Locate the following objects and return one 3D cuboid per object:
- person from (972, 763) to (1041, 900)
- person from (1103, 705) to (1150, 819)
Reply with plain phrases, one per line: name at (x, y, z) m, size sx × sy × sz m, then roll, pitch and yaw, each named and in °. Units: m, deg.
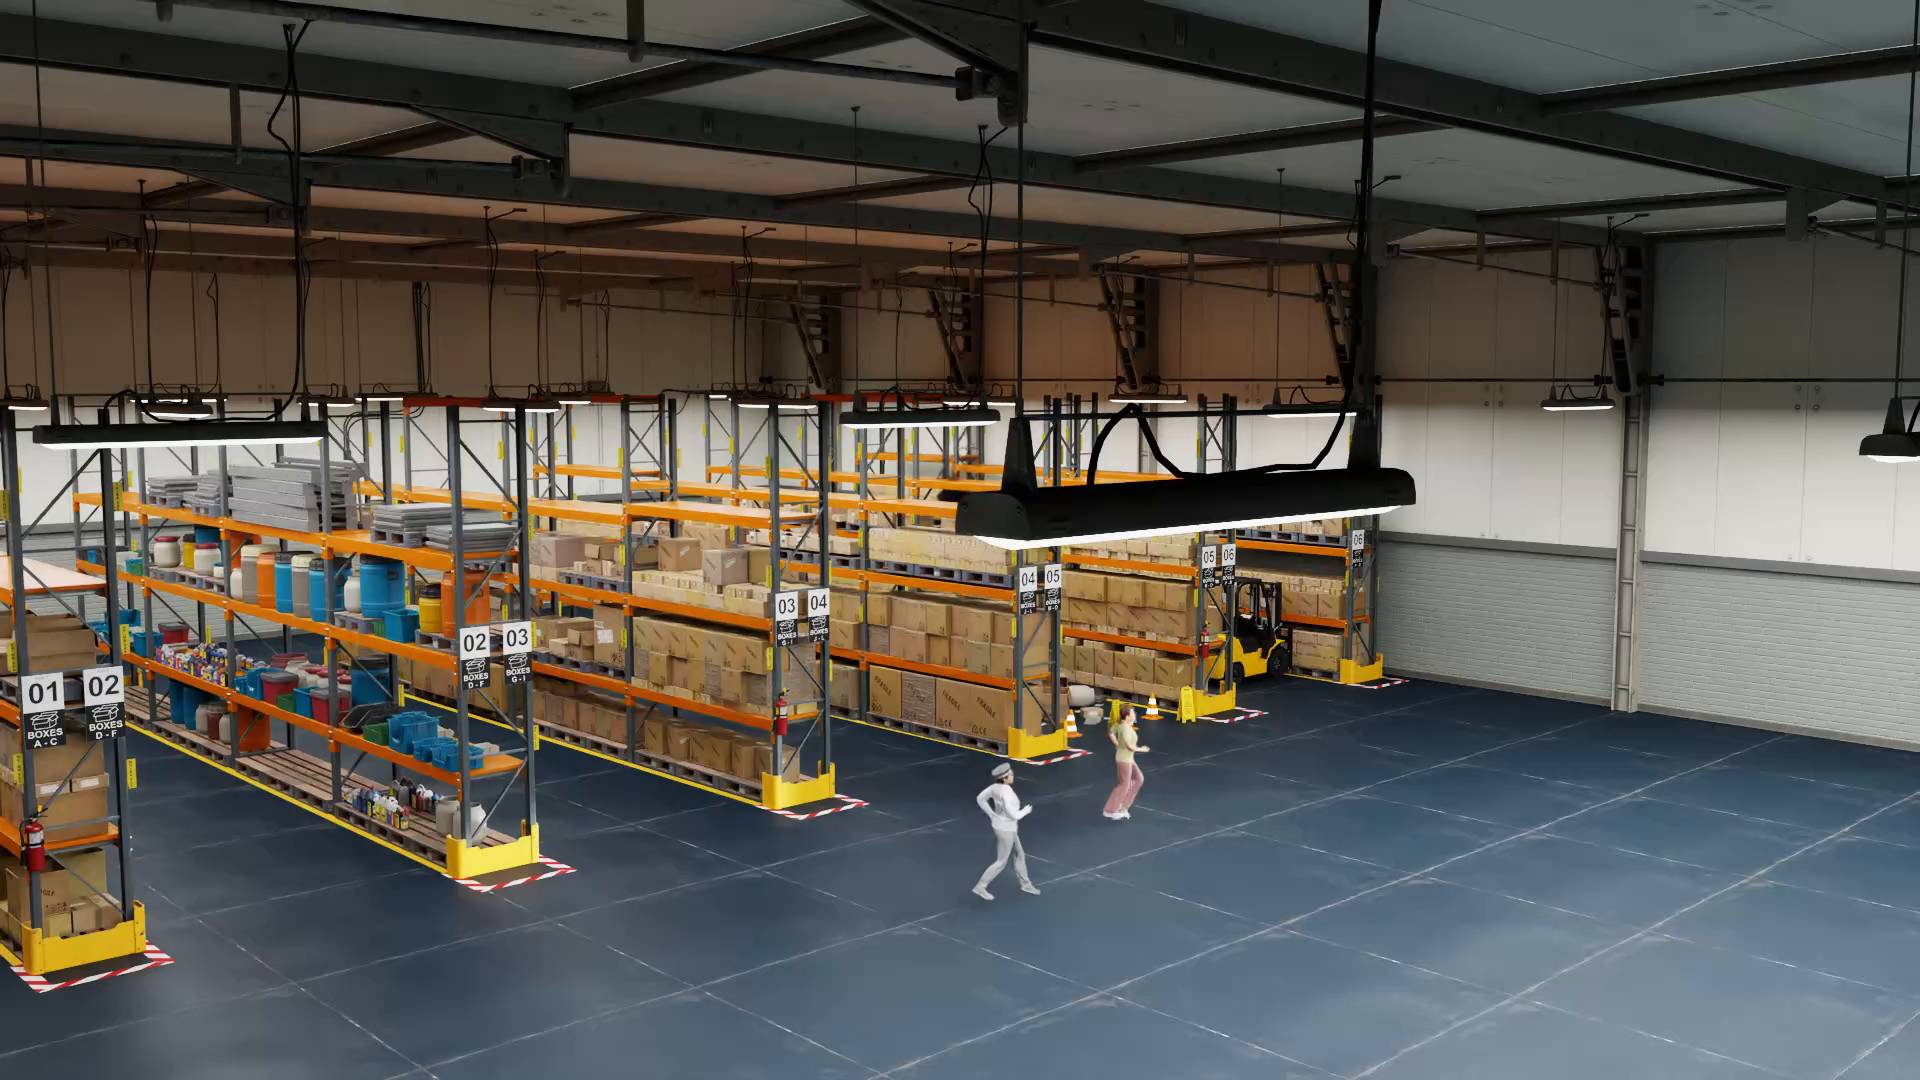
person at (0.567, 3.532, 20.184) m, size 0.938 × 1.695 × 0.621 m, roll -2°, pitch 6°, yaw -17°
person at (2.385, 3.205, 23.906) m, size 0.664 × 1.688 × 0.594 m, roll 0°, pitch 6°, yaw -1°
